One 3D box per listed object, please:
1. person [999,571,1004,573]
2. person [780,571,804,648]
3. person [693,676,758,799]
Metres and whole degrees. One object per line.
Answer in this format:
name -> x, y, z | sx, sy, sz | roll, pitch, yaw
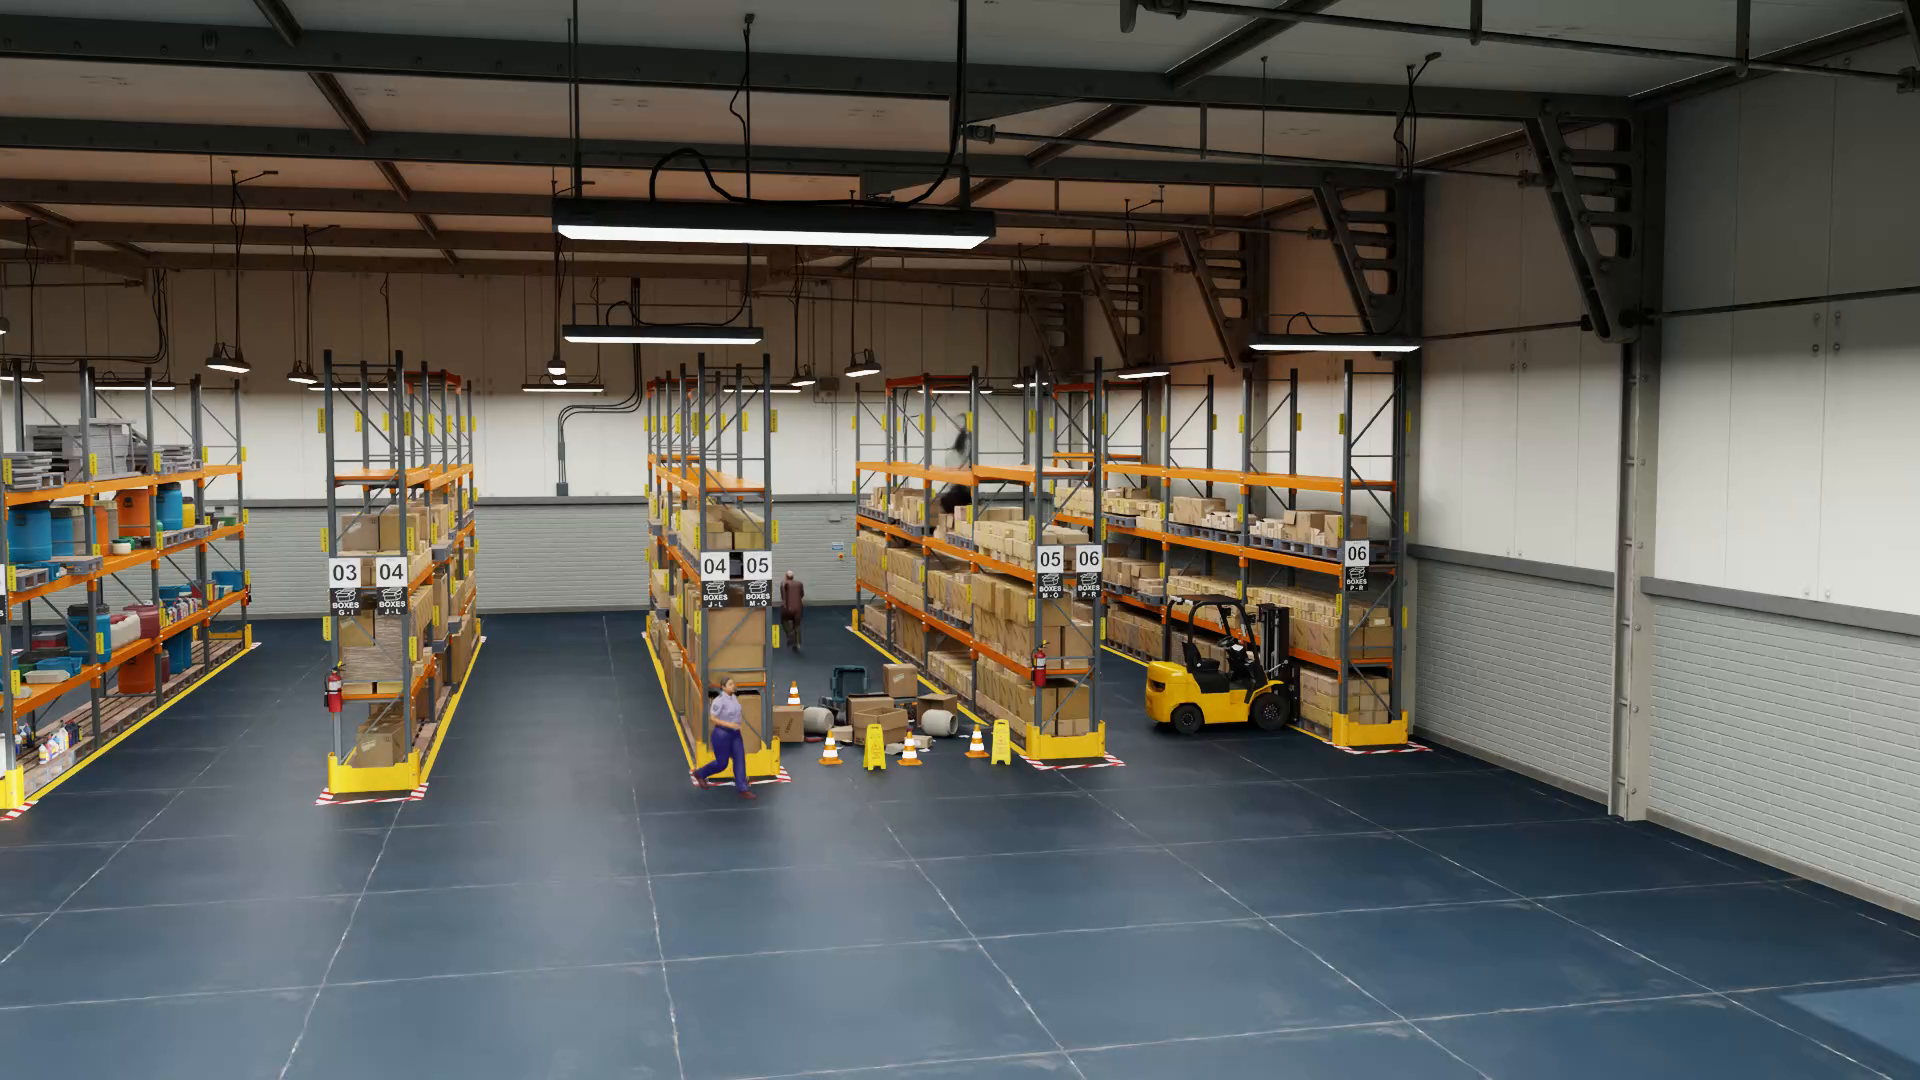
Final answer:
person -> 0.998, 1.448, 38.492 | 0.672, 1.825, 0.901 | -2, 4, -27
person -> -3.755, 1.547, 37.079 | 0.681, 1.703, 0.933 | -2, 4, -25
person -> -3.130, 2.634, 22.239 | 0.941, 1.632, 0.608 | 2, 4, 28
